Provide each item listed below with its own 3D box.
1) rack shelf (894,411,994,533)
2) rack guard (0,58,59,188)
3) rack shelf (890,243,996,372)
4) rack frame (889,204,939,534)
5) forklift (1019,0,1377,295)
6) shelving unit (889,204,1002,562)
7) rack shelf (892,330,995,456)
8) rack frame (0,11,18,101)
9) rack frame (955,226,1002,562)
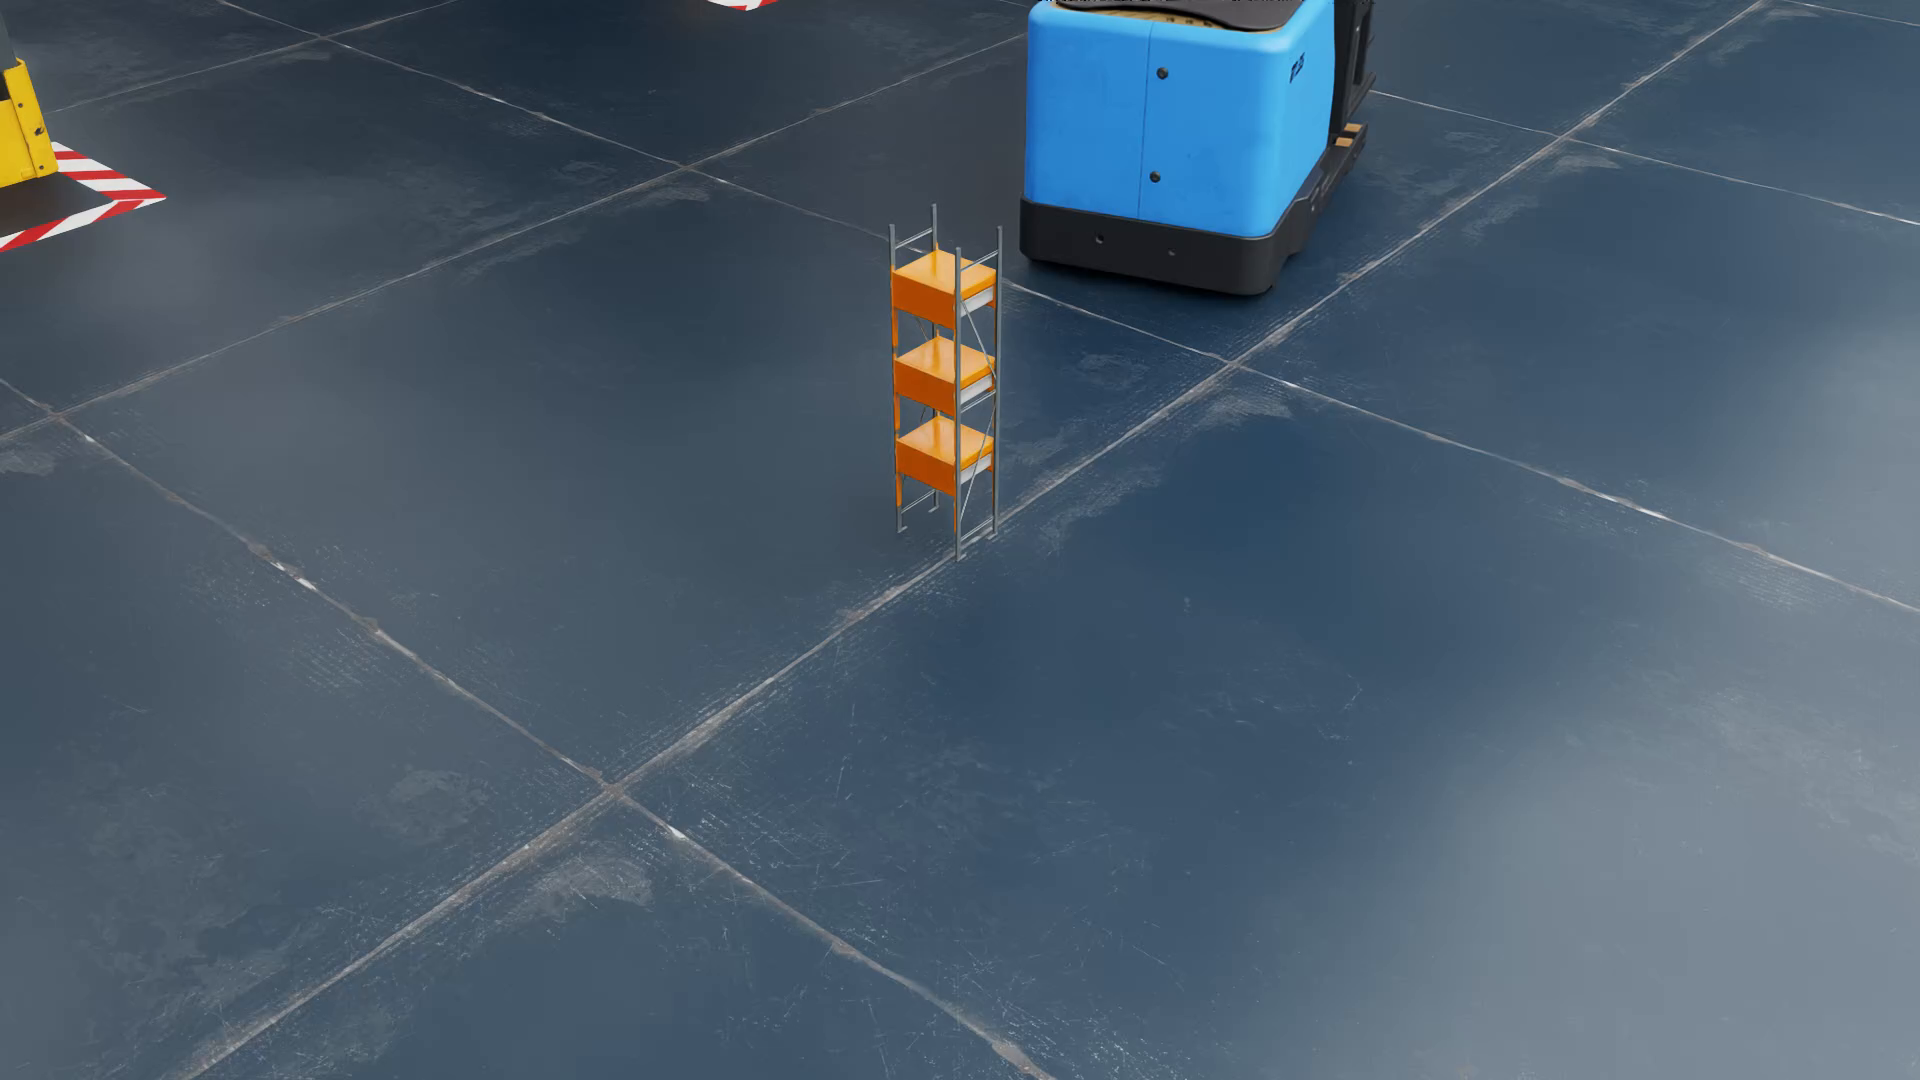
[{"bbox_3d":[-0.041,-0.214,5.144,0.240,0.259,0.215,25,42,32],"label":"rack shelf"},{"bbox_3d":[-4.691,-1.743,7.347,0.348,0.500,1.175,25,42,32],"label":"rack guard"},{"bbox_3d":[-0.041,-0.677,4.826,0.240,0.259,0.215,25,42,32],"label":"rack shelf"},{"bbox_3d":[-0.135,-0.496,5.045,0.008,1.050,0.200,25,42,32],"label":"rack frame"},{"bbox_3d":[1.283,-2.994,7.021,1.130,2.935,3.031,13,37,19],"label":"forklift"},{"bbox_3d":[-0.041,-0.452,4.981,0.252,1.050,0.215,25,42,32],"label":"shelving unit"},{"bbox_3d":[-0.041,-0.443,4.987,0.240,0.259,0.215,25,42,32],"label":"rack shelf"},{"bbox_3d":[-4.602,-2.766,6.629,0.127,3.000,1.000,25,42,32],"label":"rack frame"},{"bbox_3d":[0.053,-0.408,4.917,0.008,1.050,0.200,25,42,32],"label":"rack frame"}]
